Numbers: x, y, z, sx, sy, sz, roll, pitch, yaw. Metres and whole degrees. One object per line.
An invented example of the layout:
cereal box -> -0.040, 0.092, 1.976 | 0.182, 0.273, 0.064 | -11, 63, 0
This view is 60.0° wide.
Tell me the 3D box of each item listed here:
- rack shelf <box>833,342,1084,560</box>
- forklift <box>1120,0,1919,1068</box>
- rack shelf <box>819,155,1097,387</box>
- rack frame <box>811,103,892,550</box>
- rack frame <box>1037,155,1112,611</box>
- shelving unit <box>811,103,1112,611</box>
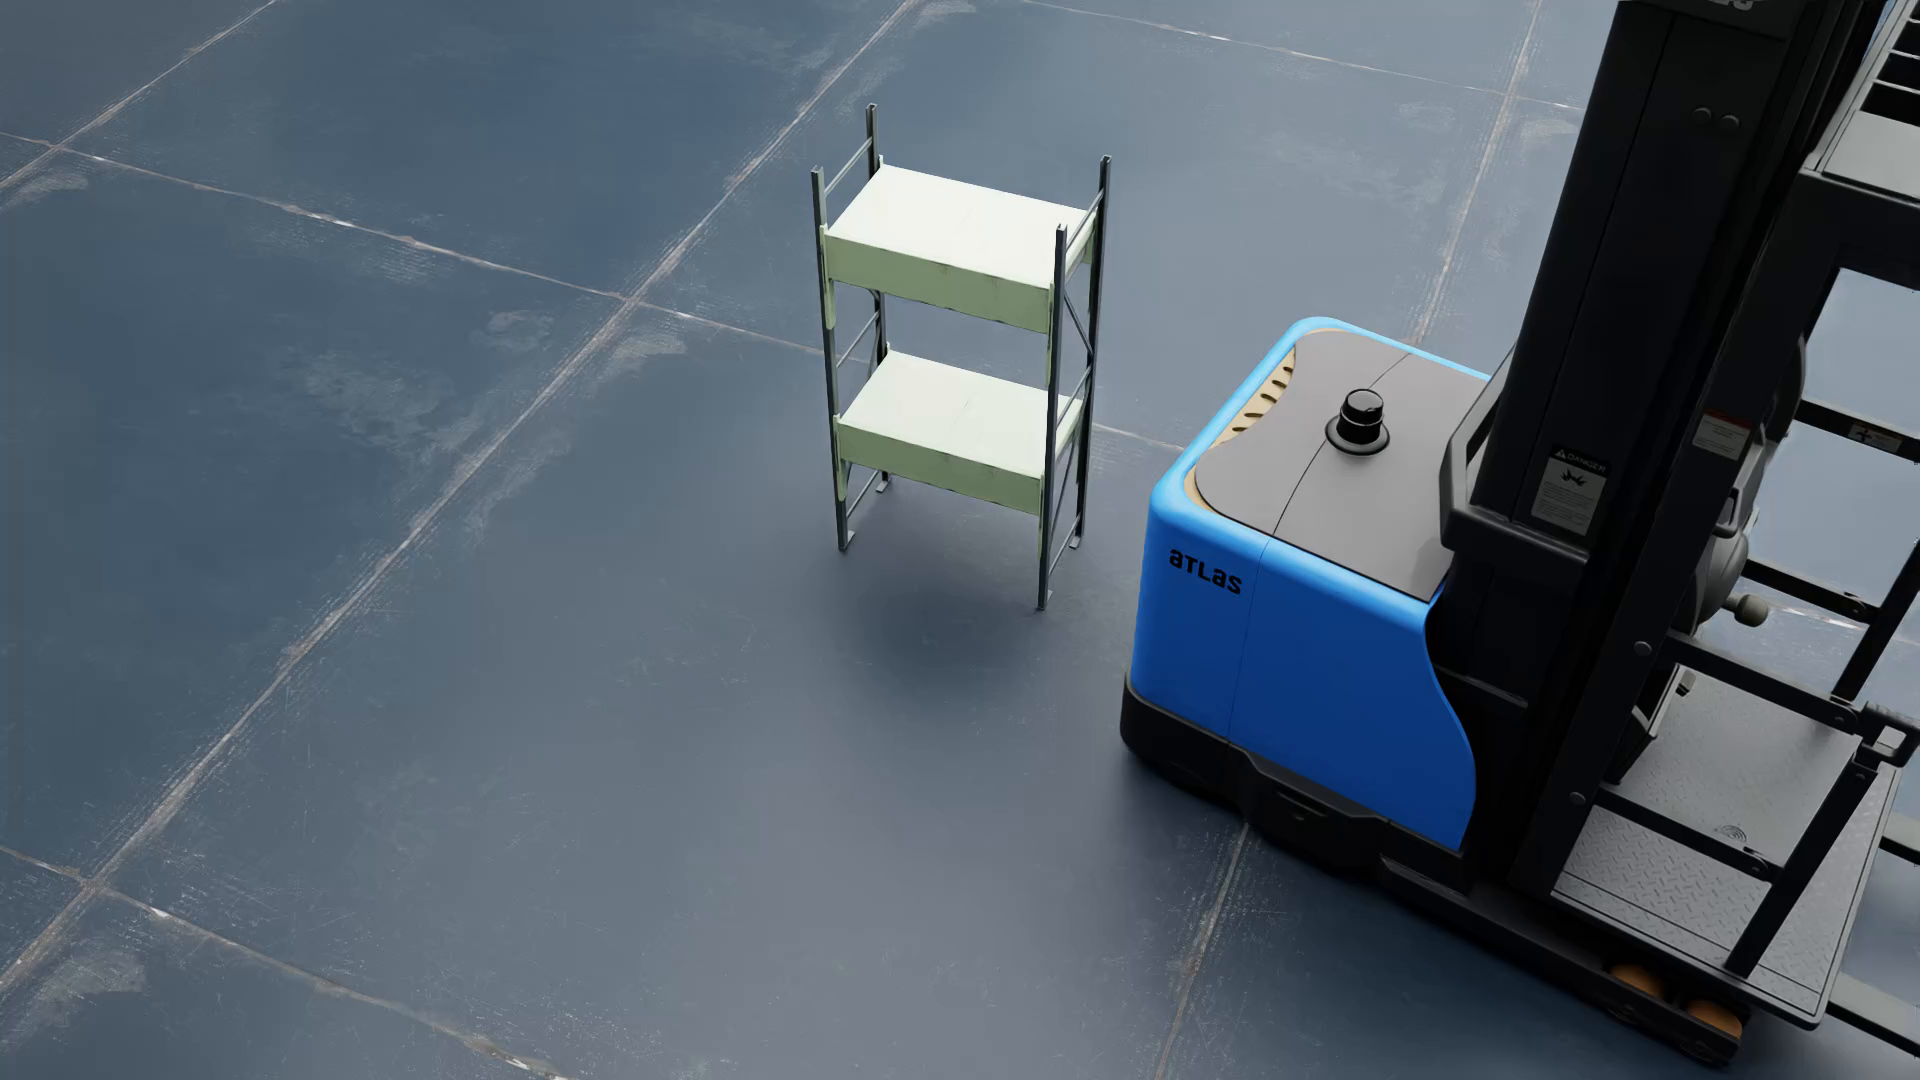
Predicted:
rack shelf -> 0.006, -0.299, 5.449 | 0.720, 0.370, 0.431 | 16, 47, 16
forklift -> 1.997, -0.104, 3.776 | 3.031, 2.935, 1.130 | 25, 50, 23
rack shelf -> 0.006, -0.807, 4.944 | 0.720, 0.370, 0.431 | 16, 47, 16
rack frame -> -0.332, -0.629, 5.319 | 0.023, 1.500, 0.400 | 16, 47, 16
rack frame -> 0.344, -0.430, 5.119 | 0.023, 1.500, 0.400 | 16, 47, 16
shelving unit -> 0.006, -0.530, 5.219 | 0.755, 1.500, 0.431 | 16, 47, 16
